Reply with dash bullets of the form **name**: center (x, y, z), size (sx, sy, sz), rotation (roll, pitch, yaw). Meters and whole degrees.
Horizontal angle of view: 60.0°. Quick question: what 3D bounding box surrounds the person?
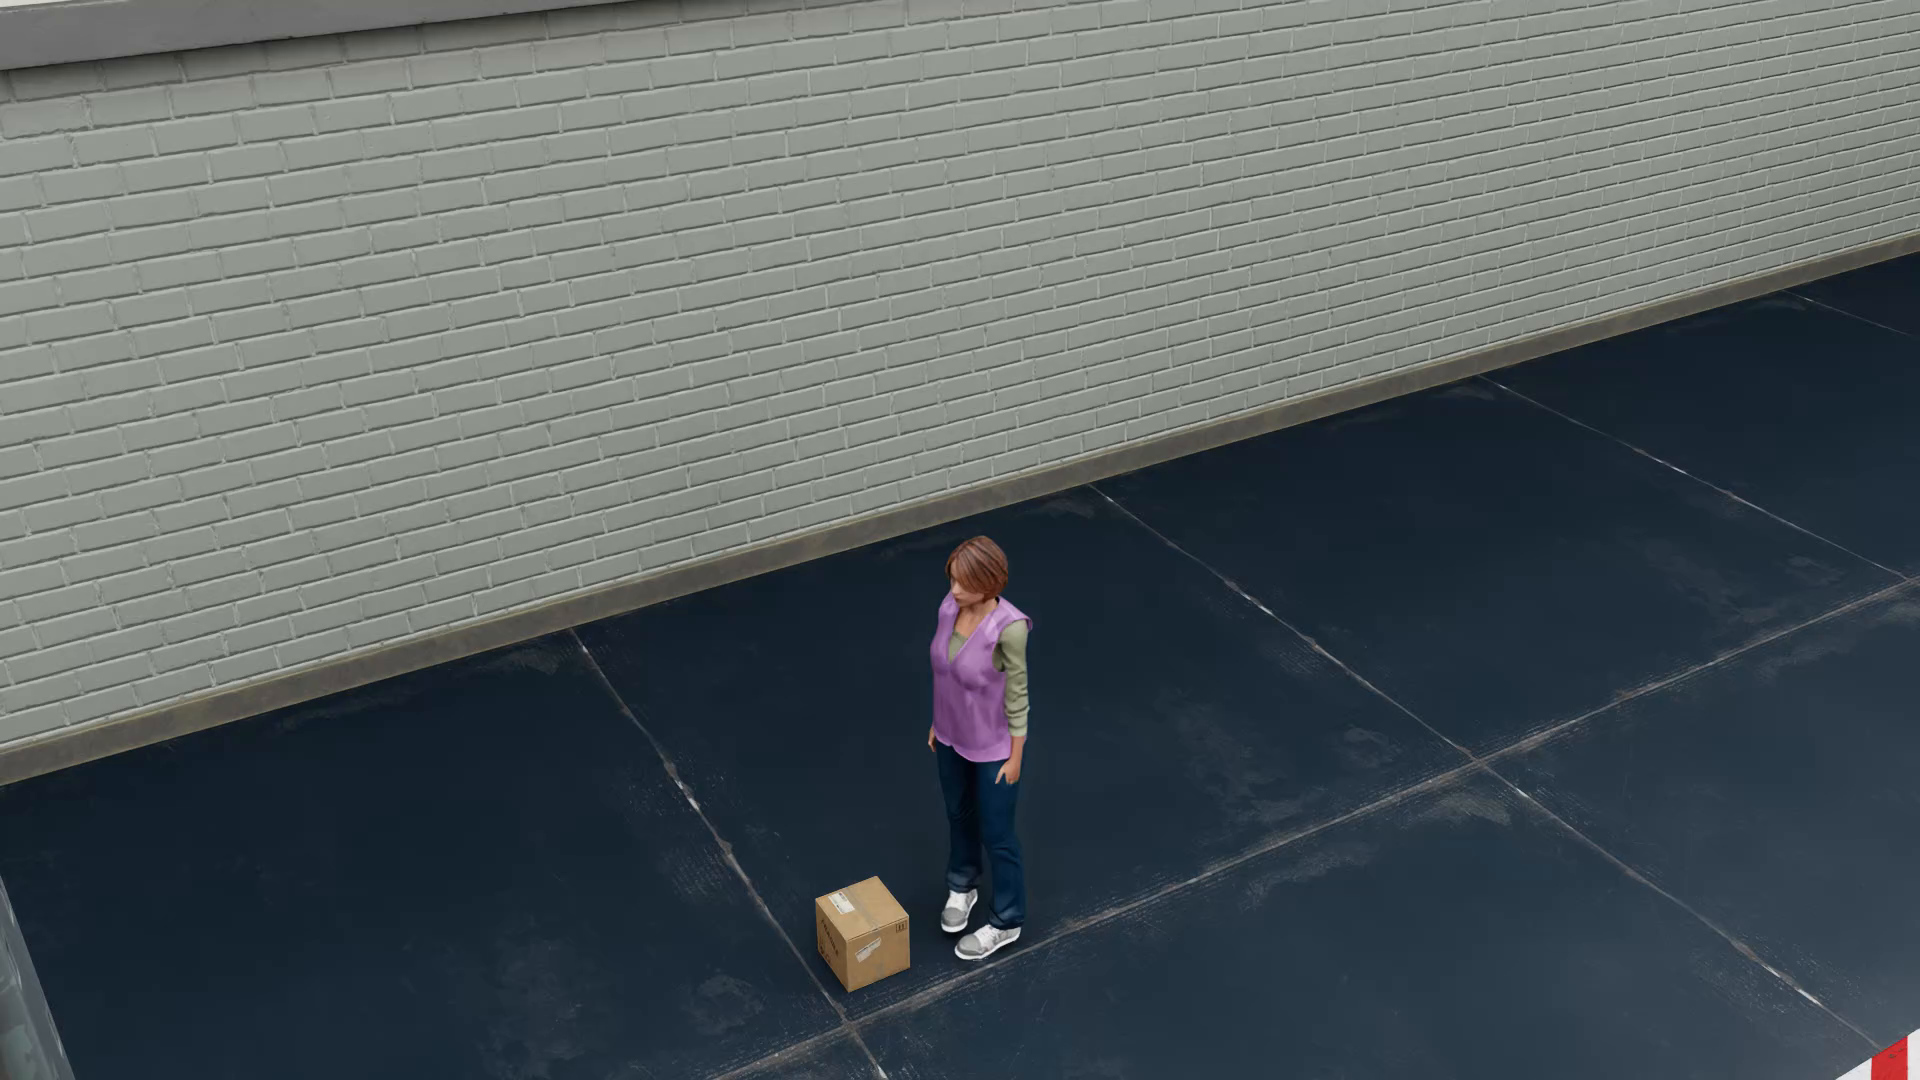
- **person**: center (0.042, 0.719, 5.842), size (0.373, 1.610, 0.439), rotation (-24, 37, -36)
